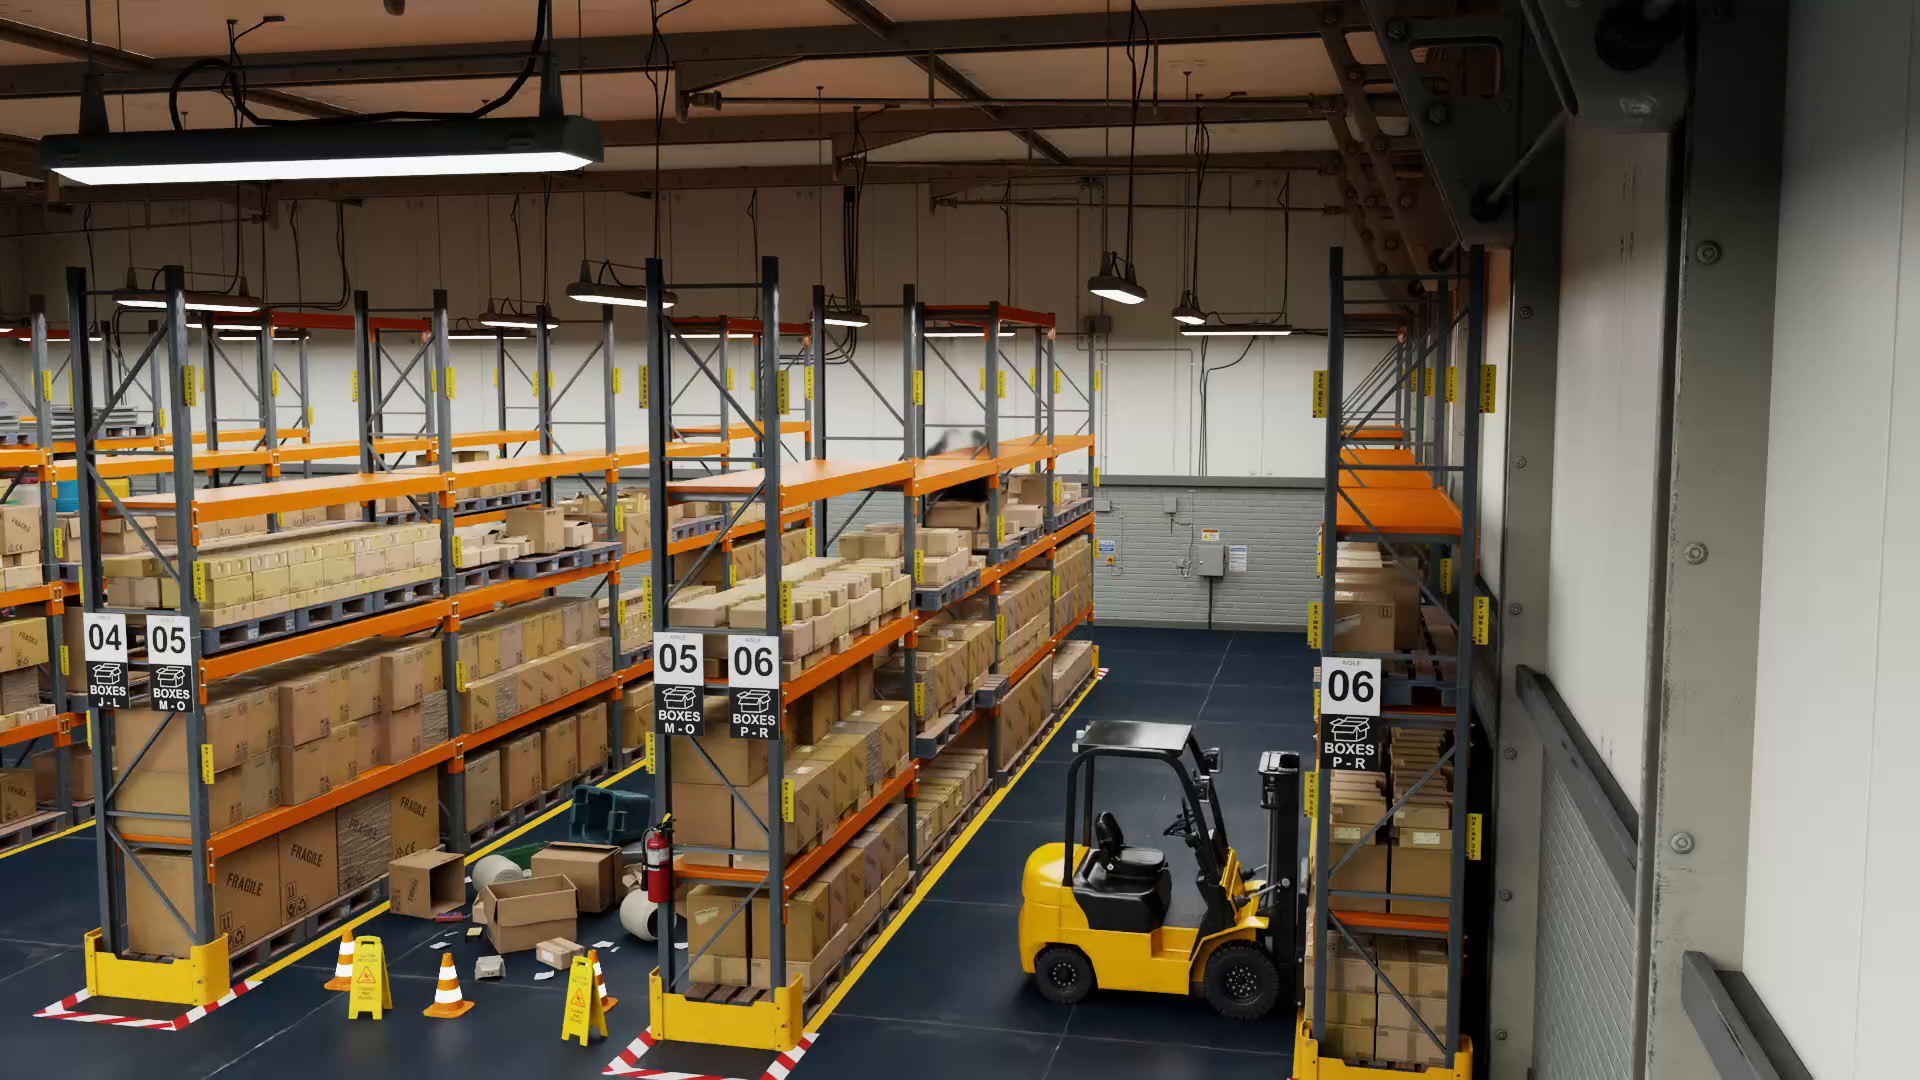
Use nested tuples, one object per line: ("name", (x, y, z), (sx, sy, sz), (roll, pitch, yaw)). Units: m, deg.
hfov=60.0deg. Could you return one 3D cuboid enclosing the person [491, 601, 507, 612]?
("person", (-7.113, 1.733, 25.688), (0.609, 1.700, 0.774), (1, 6, 10))
